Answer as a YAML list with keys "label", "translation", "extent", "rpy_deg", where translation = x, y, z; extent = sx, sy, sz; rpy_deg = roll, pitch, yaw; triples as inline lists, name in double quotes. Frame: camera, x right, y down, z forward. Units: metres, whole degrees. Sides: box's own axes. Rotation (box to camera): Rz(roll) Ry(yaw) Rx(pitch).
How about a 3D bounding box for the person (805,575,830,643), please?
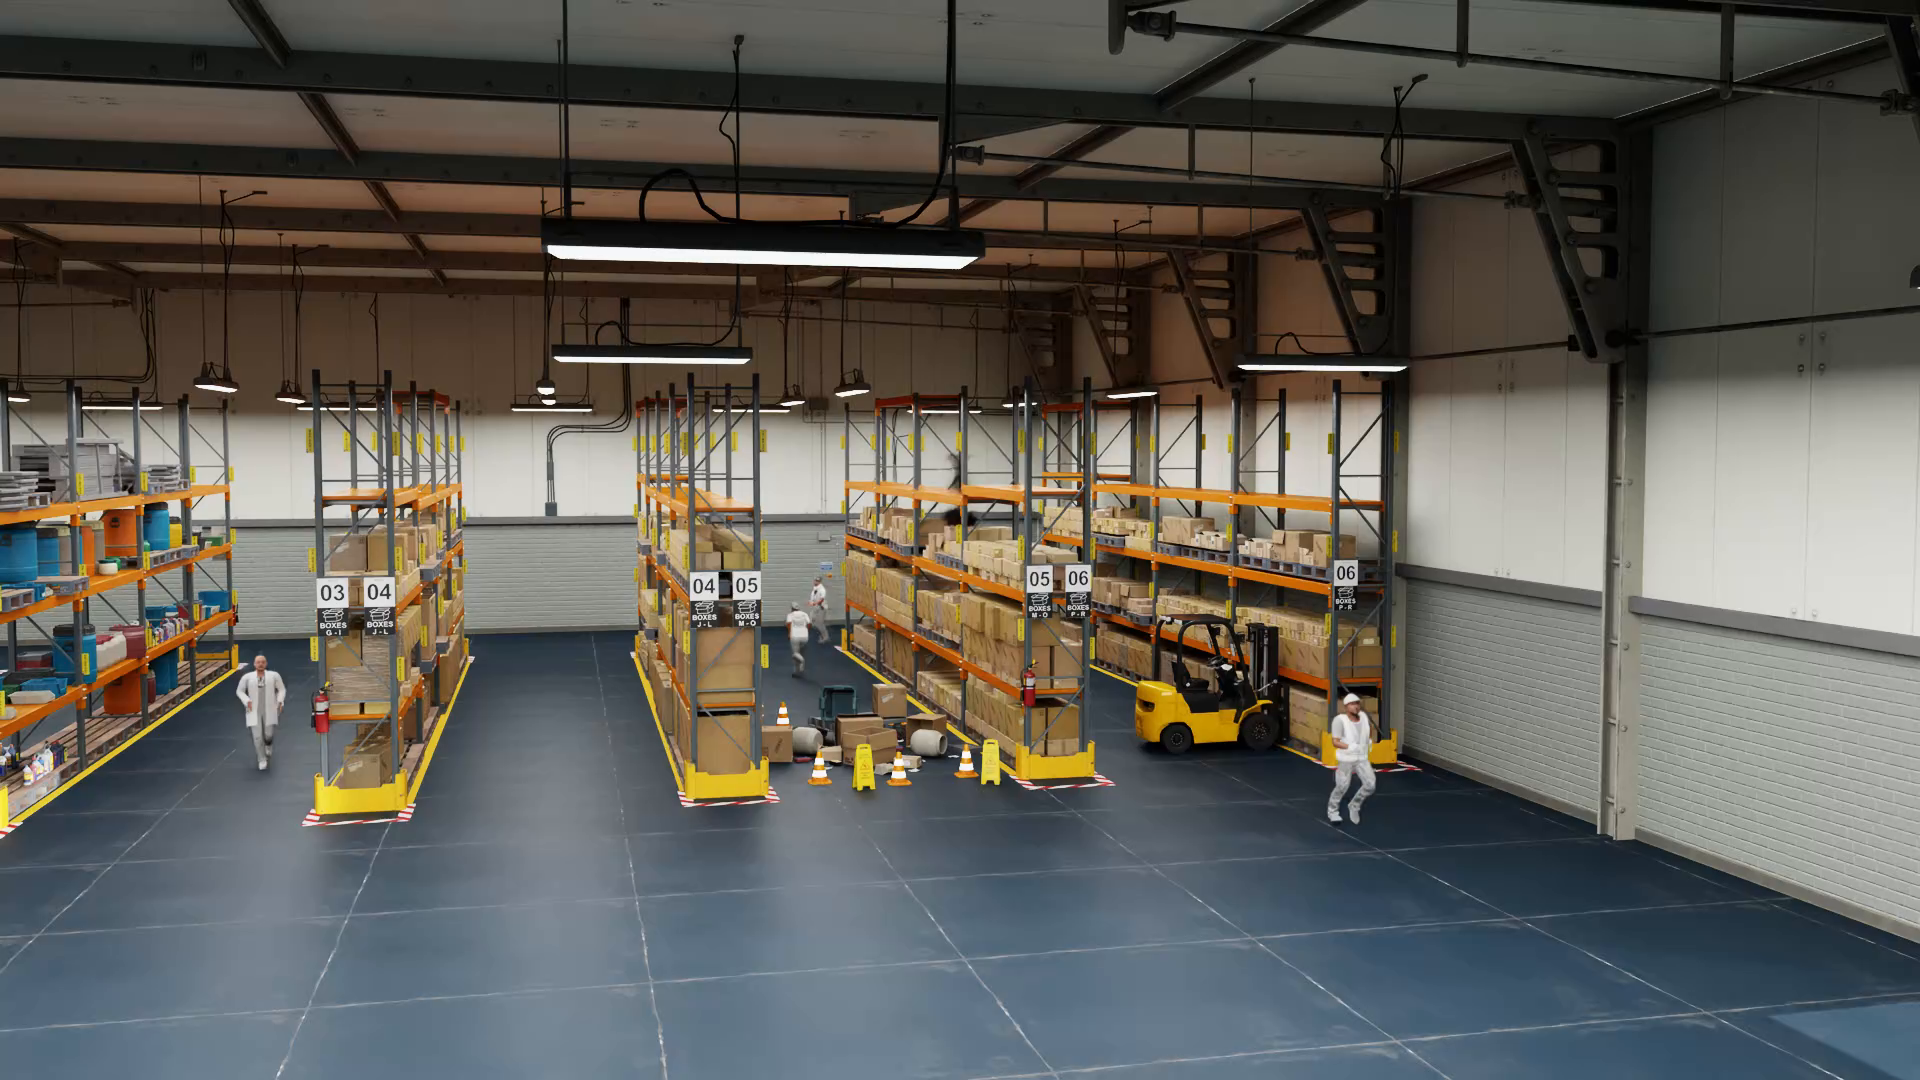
- label: "person"
  translation: [-3.594, 1.726, 41.738]
  extent: [0.673, 1.725, 0.646]
  rpy_deg: [-2, 4, -26]

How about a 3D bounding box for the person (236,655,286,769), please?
- label: "person"
  translation: [-10.841, 2.655, 25.802]
  extent: [0.712, 1.738, 0.643]
  rpy_deg: [-1, 4, -23]

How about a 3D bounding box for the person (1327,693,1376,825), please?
- label: "person"
  translation: [5.139, 2.853, 21.658]
  extent: [0.705, 1.730, 0.840]
  rpy_deg: [-1, 3, -15]

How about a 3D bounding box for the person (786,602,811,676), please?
- label: "person"
  translation: [-3.453, 2.157, 35.729]
  extent: [0.579, 1.615, 0.826]
  rpy_deg: [-1, 4, -23]
